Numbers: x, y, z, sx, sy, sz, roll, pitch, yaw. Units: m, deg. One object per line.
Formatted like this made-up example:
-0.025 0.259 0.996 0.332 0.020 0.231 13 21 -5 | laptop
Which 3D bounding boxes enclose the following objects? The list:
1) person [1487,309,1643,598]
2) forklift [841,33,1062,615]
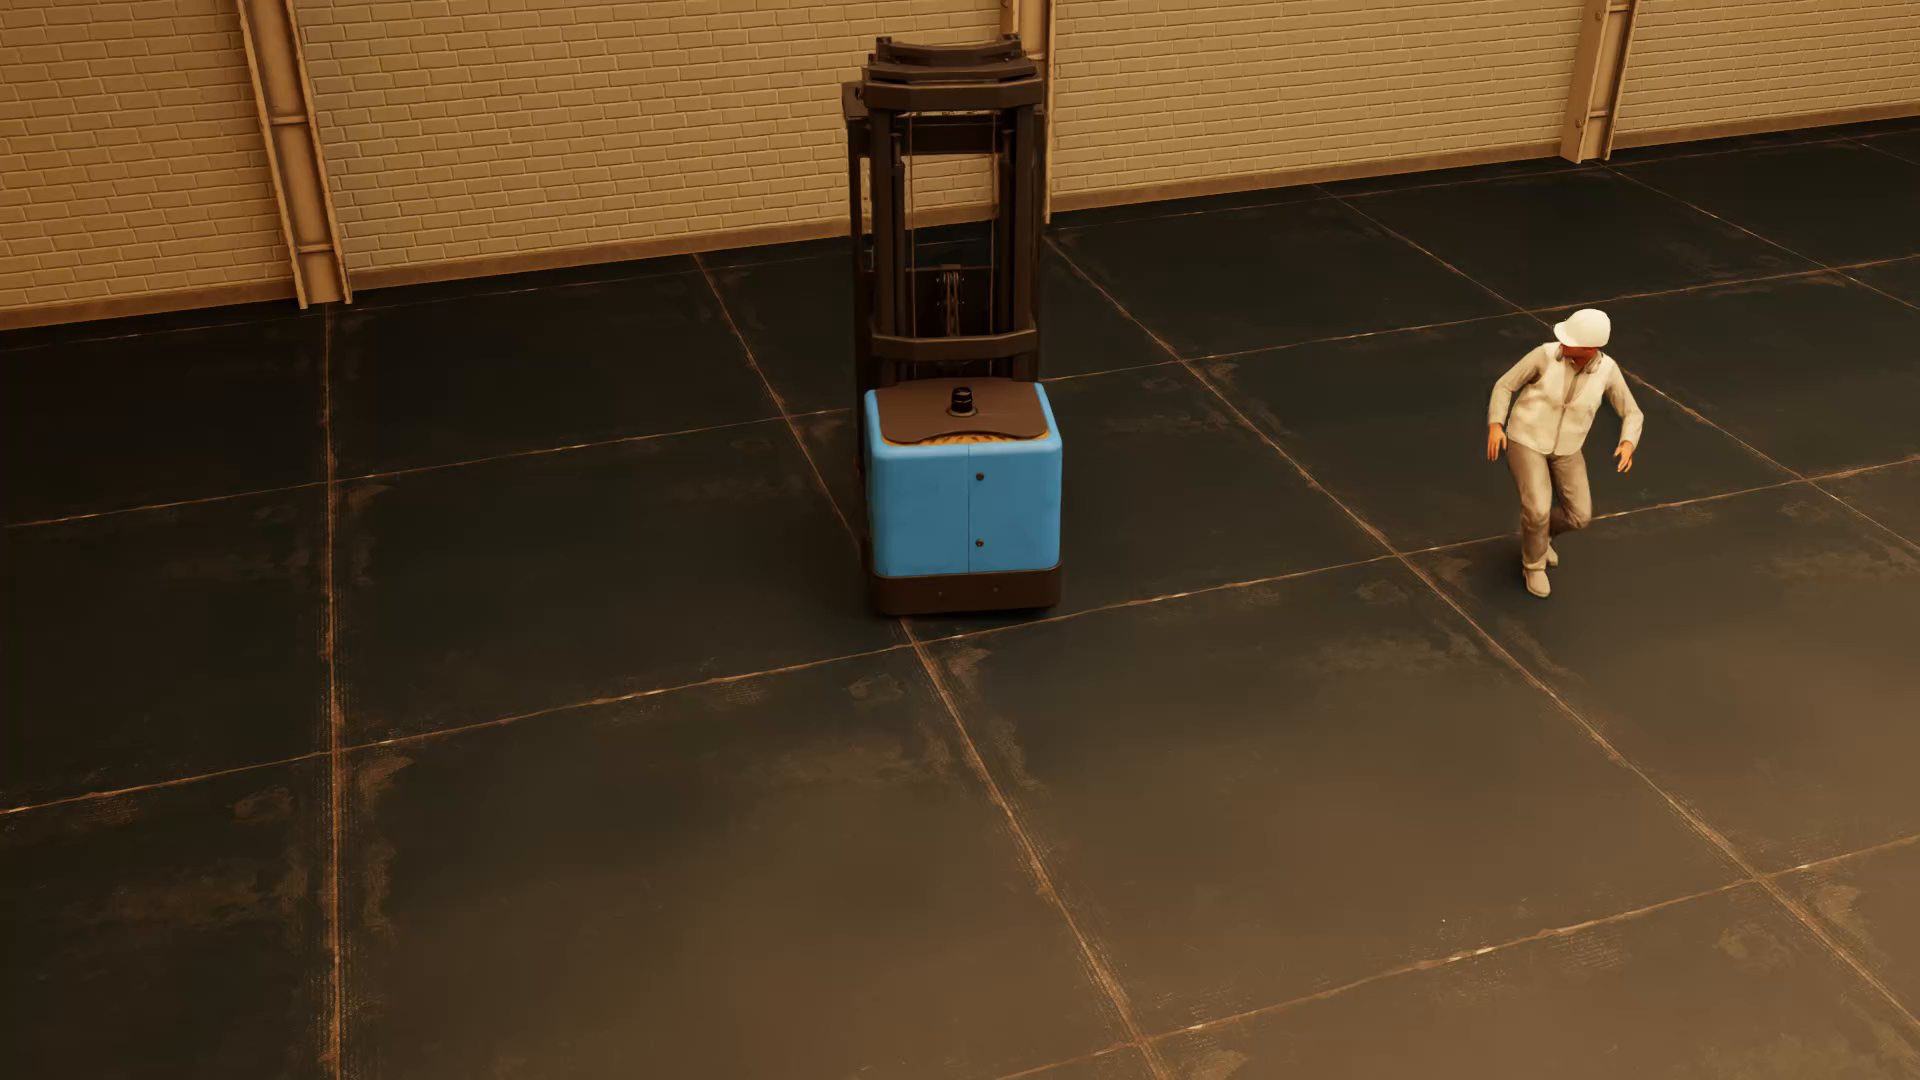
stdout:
3.312 -0.485 9.202 0.817 1.660 0.752 -1 30 -1 | person
-0.104 -1.566 9.809 1.130 2.935 3.031 -3 30 -5 | forklift
